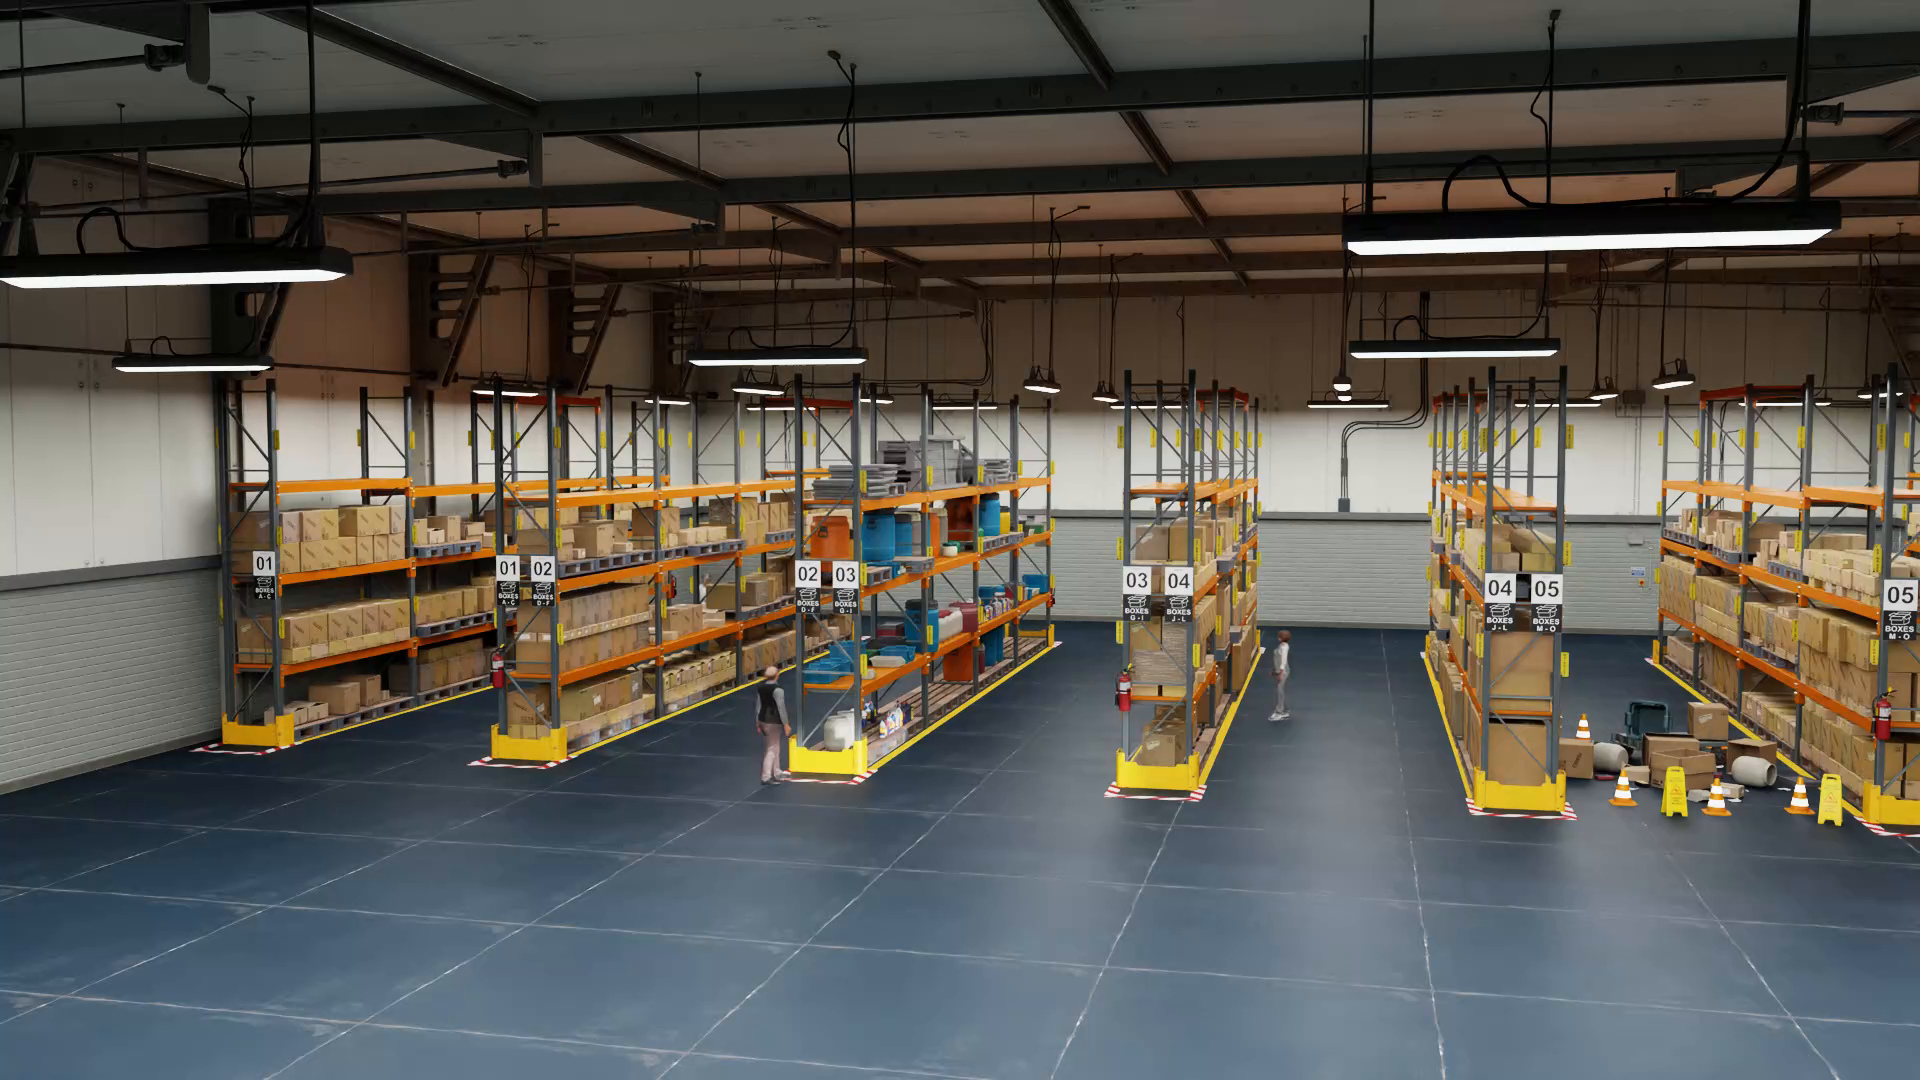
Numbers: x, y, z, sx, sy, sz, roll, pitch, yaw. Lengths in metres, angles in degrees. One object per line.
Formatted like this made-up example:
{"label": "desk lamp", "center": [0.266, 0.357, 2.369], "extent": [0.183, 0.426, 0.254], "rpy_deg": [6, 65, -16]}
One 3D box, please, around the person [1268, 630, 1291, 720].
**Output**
{"label": "person", "center": [5.728, 2.415, 29.883], "extent": [0.516, 1.607, 0.441], "rpy_deg": [-1, 4, -14]}

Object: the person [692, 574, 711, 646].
{"label": "person", "center": [-6.241, 1.705, 40.805], "extent": [0.732, 1.768, 0.986], "rpy_deg": [1, 4, 15]}

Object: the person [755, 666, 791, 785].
{"label": "person", "center": [-2.663, 2.692, 24.251], "extent": [0.565, 1.717, 0.576], "rpy_deg": [-2, 4, -27]}
